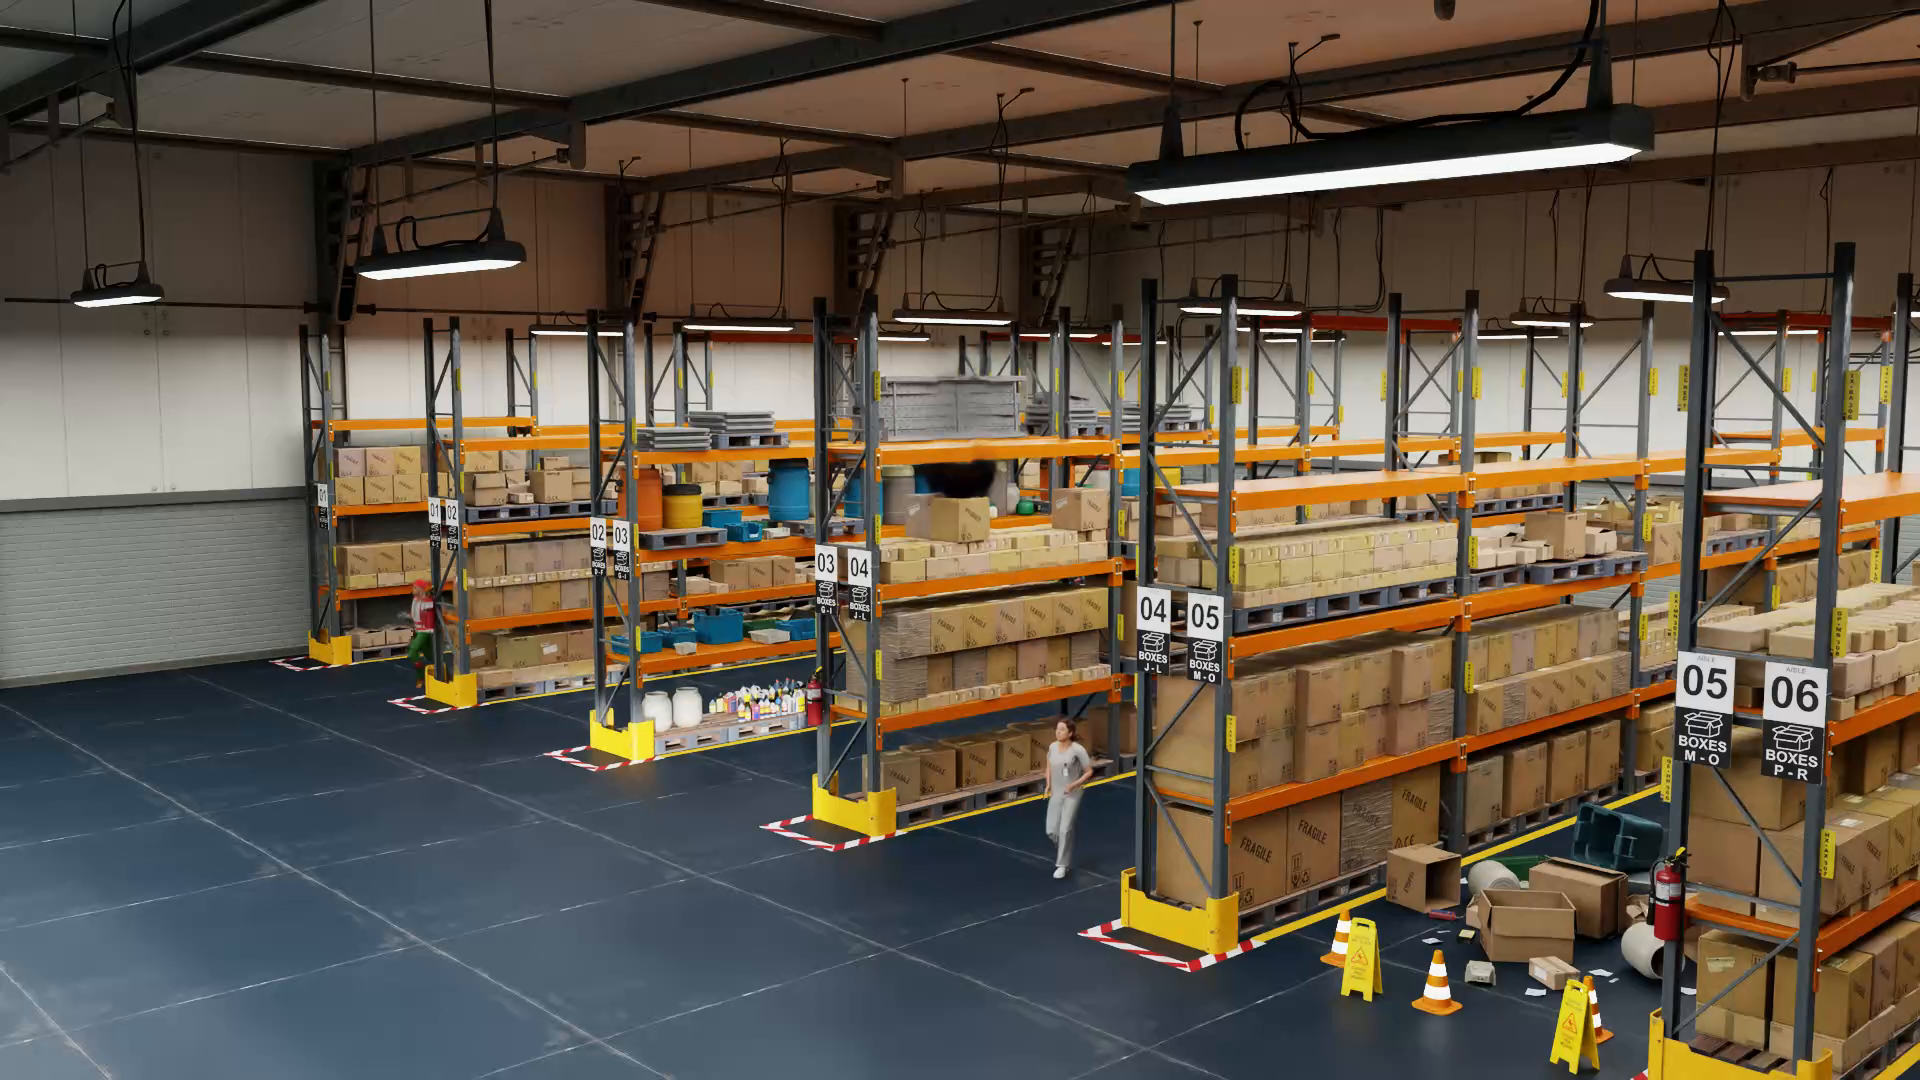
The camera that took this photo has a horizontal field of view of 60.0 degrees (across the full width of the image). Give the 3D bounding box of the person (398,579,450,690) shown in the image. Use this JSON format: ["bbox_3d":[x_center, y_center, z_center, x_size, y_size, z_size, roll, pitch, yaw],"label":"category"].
[{"bbox_3d":[-8.793,1.532,27.361,0.827,1.800,0.669,-5,8,-42],"label":"person"}]

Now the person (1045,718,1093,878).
[{"bbox_3d":[1.107,2.637,17.109,0.560,1.639,0.603,3,7,30],"label":"person"}]
